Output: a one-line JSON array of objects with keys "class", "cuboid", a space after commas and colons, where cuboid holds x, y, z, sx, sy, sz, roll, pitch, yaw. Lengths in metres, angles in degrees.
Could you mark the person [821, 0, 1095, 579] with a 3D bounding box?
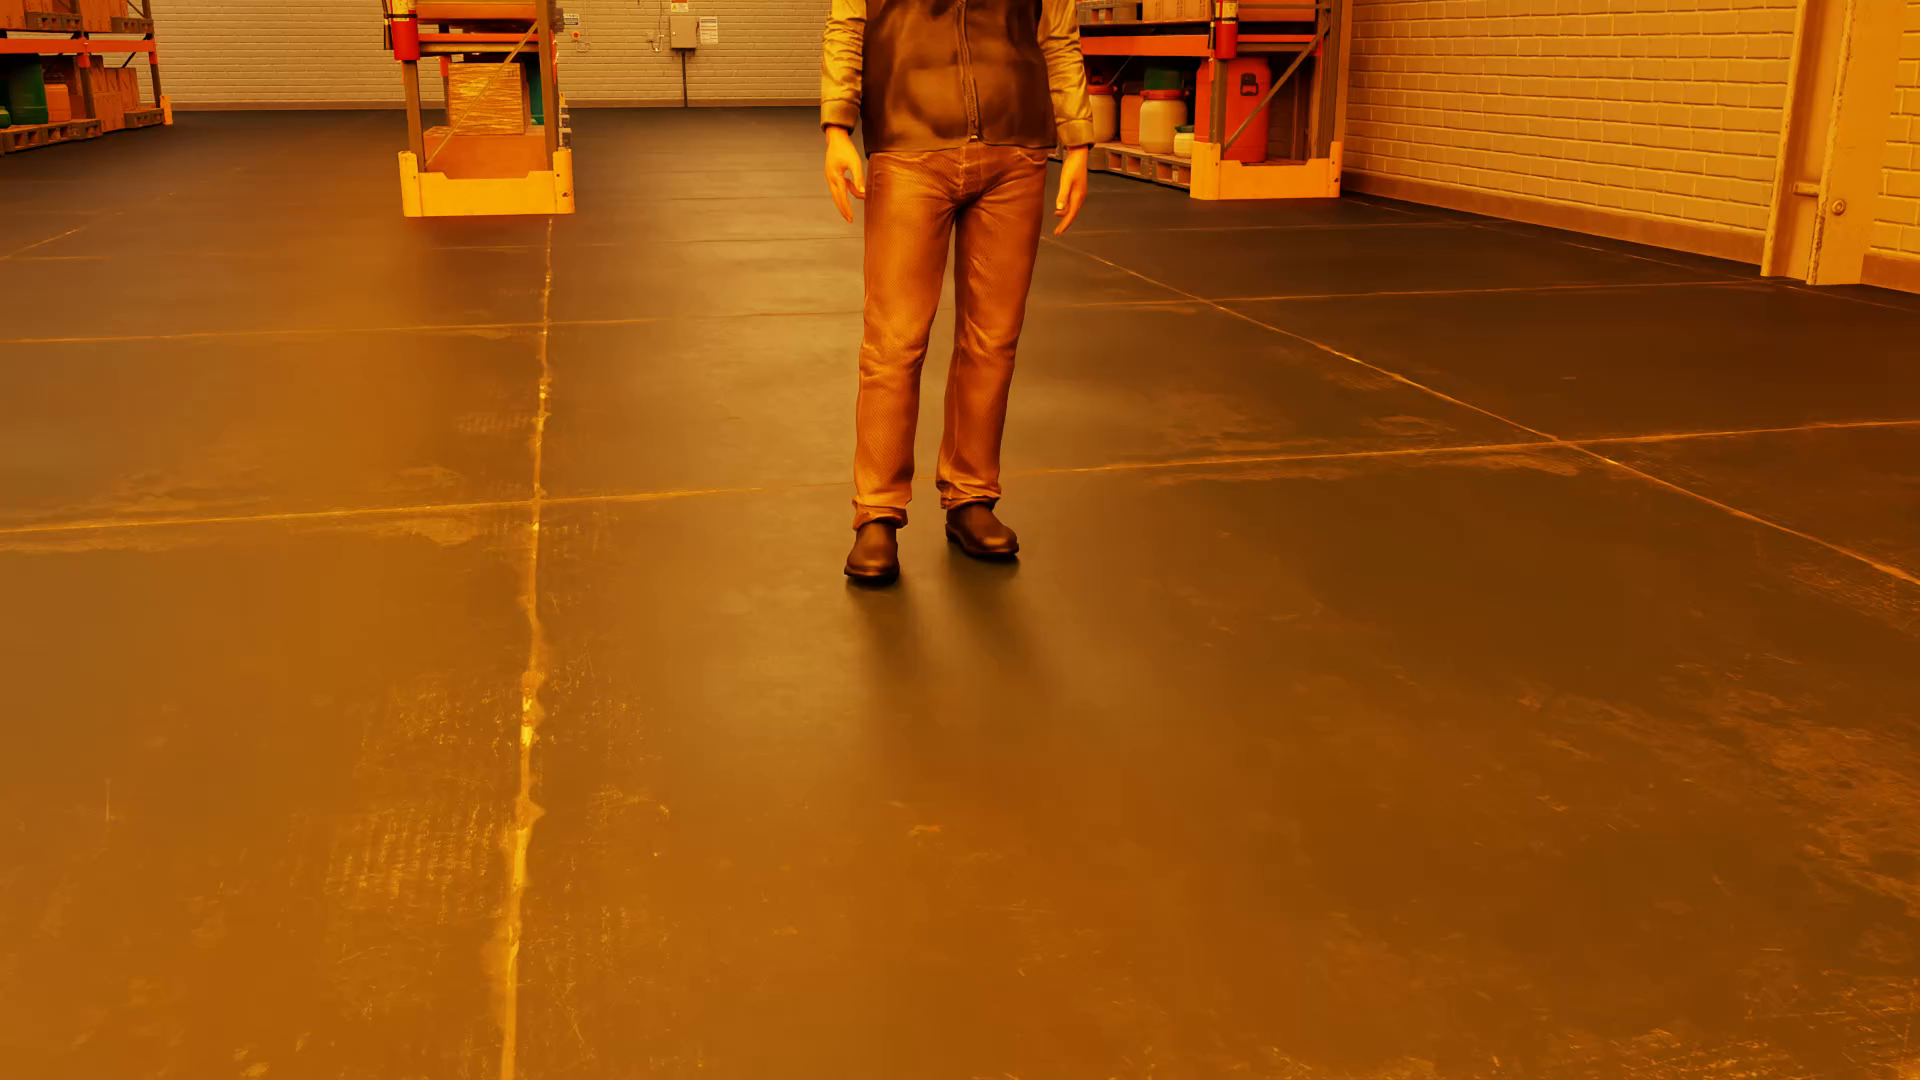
[{"class": "person", "cuboid": [0.007, -0.814, 3.708, 0.633, 1.722, 0.566, -4, 17, -12]}]
